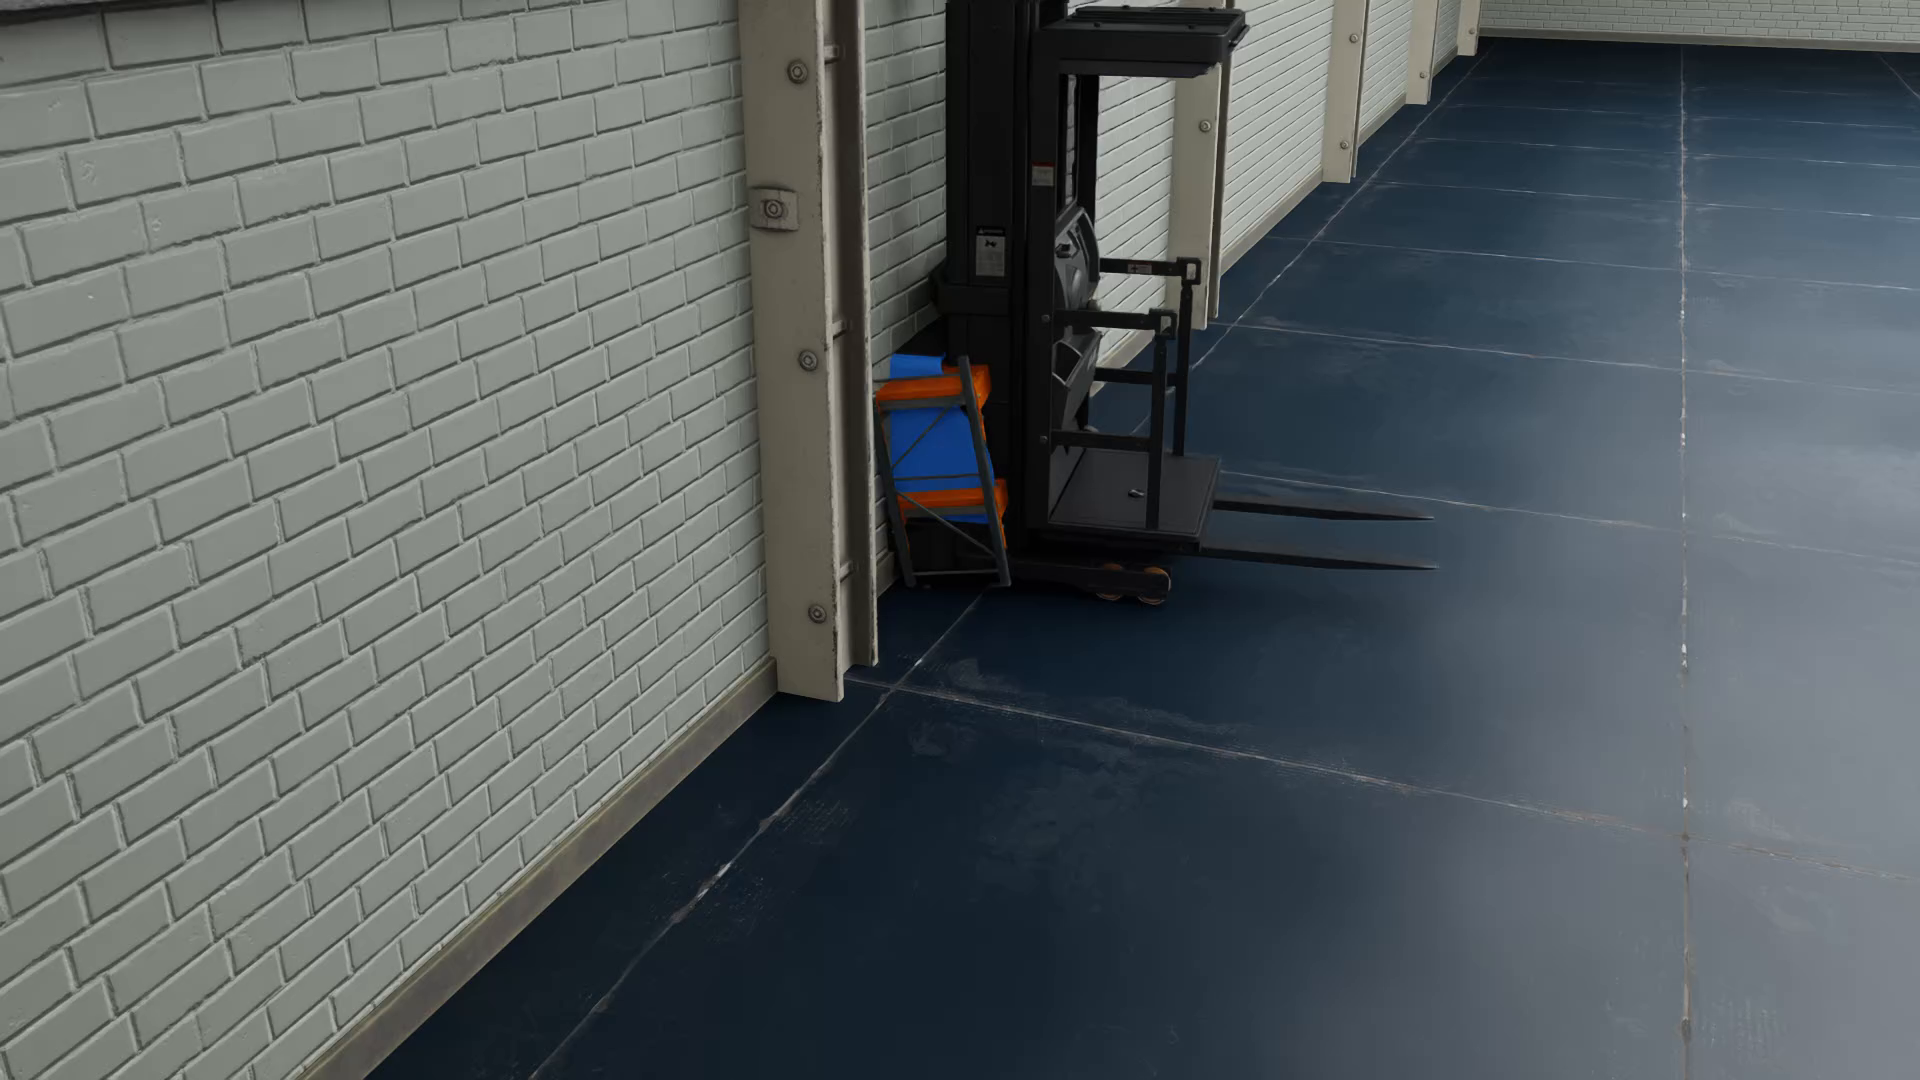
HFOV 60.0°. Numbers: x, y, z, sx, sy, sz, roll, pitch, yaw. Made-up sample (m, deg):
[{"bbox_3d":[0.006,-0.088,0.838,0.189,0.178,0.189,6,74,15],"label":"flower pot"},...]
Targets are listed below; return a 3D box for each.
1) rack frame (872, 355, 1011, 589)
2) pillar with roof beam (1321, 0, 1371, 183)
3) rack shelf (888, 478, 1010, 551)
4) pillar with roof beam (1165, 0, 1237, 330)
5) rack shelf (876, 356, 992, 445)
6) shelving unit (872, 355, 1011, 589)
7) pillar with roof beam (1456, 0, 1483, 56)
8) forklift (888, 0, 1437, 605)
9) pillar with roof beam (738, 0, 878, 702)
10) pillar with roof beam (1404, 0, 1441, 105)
[{"bbox_3d":[-0.107,-0.278,7.431,0.500,1.125,0.032,-3,28,17],"label":"rack frame"},{"bbox_3d":[7.895,-7.270,13.978,9.100,9.000,0.400,9,24,20],"label":"pillar with roof beam"},{"bbox_3d":[0.059,-0.304,7.969,0.538,0.278,1.000,-3,28,17],"label":"rack shelf"},{"bbox_3d":[5.666,-5.122,8.838,9.100,9.000,0.400,9,24,20],"label":"pillar with roof beam"},{"bbox_3d":[-0.037,-0.776,7.732,0.538,0.278,1.000,-3,28,17],"label":"rack shelf"},{"bbox_3d":[0.016,-0.519,7.861,0.538,1.125,1.048,-3,28,17],"label":"shelving unit"},{"bbox_3d":[12.353,-11.564,24.259,9.100,9.000,0.400,9,24,20],"label":"pillar with roof beam"},{"bbox_3d":[0.721,-1.285,7.524,3.031,2.935,1.130,5,23,13],"label":"forklift"},{"bbox_3d":[3.438,-2.975,3.698,9.100,9.000,0.400,9,24,20],"label":"pillar with roof beam"},{"bbox_3d":[10.124,-9.417,19.119,9.100,9.000,0.400,9,24,20],"label":"pillar with roof beam"}]
